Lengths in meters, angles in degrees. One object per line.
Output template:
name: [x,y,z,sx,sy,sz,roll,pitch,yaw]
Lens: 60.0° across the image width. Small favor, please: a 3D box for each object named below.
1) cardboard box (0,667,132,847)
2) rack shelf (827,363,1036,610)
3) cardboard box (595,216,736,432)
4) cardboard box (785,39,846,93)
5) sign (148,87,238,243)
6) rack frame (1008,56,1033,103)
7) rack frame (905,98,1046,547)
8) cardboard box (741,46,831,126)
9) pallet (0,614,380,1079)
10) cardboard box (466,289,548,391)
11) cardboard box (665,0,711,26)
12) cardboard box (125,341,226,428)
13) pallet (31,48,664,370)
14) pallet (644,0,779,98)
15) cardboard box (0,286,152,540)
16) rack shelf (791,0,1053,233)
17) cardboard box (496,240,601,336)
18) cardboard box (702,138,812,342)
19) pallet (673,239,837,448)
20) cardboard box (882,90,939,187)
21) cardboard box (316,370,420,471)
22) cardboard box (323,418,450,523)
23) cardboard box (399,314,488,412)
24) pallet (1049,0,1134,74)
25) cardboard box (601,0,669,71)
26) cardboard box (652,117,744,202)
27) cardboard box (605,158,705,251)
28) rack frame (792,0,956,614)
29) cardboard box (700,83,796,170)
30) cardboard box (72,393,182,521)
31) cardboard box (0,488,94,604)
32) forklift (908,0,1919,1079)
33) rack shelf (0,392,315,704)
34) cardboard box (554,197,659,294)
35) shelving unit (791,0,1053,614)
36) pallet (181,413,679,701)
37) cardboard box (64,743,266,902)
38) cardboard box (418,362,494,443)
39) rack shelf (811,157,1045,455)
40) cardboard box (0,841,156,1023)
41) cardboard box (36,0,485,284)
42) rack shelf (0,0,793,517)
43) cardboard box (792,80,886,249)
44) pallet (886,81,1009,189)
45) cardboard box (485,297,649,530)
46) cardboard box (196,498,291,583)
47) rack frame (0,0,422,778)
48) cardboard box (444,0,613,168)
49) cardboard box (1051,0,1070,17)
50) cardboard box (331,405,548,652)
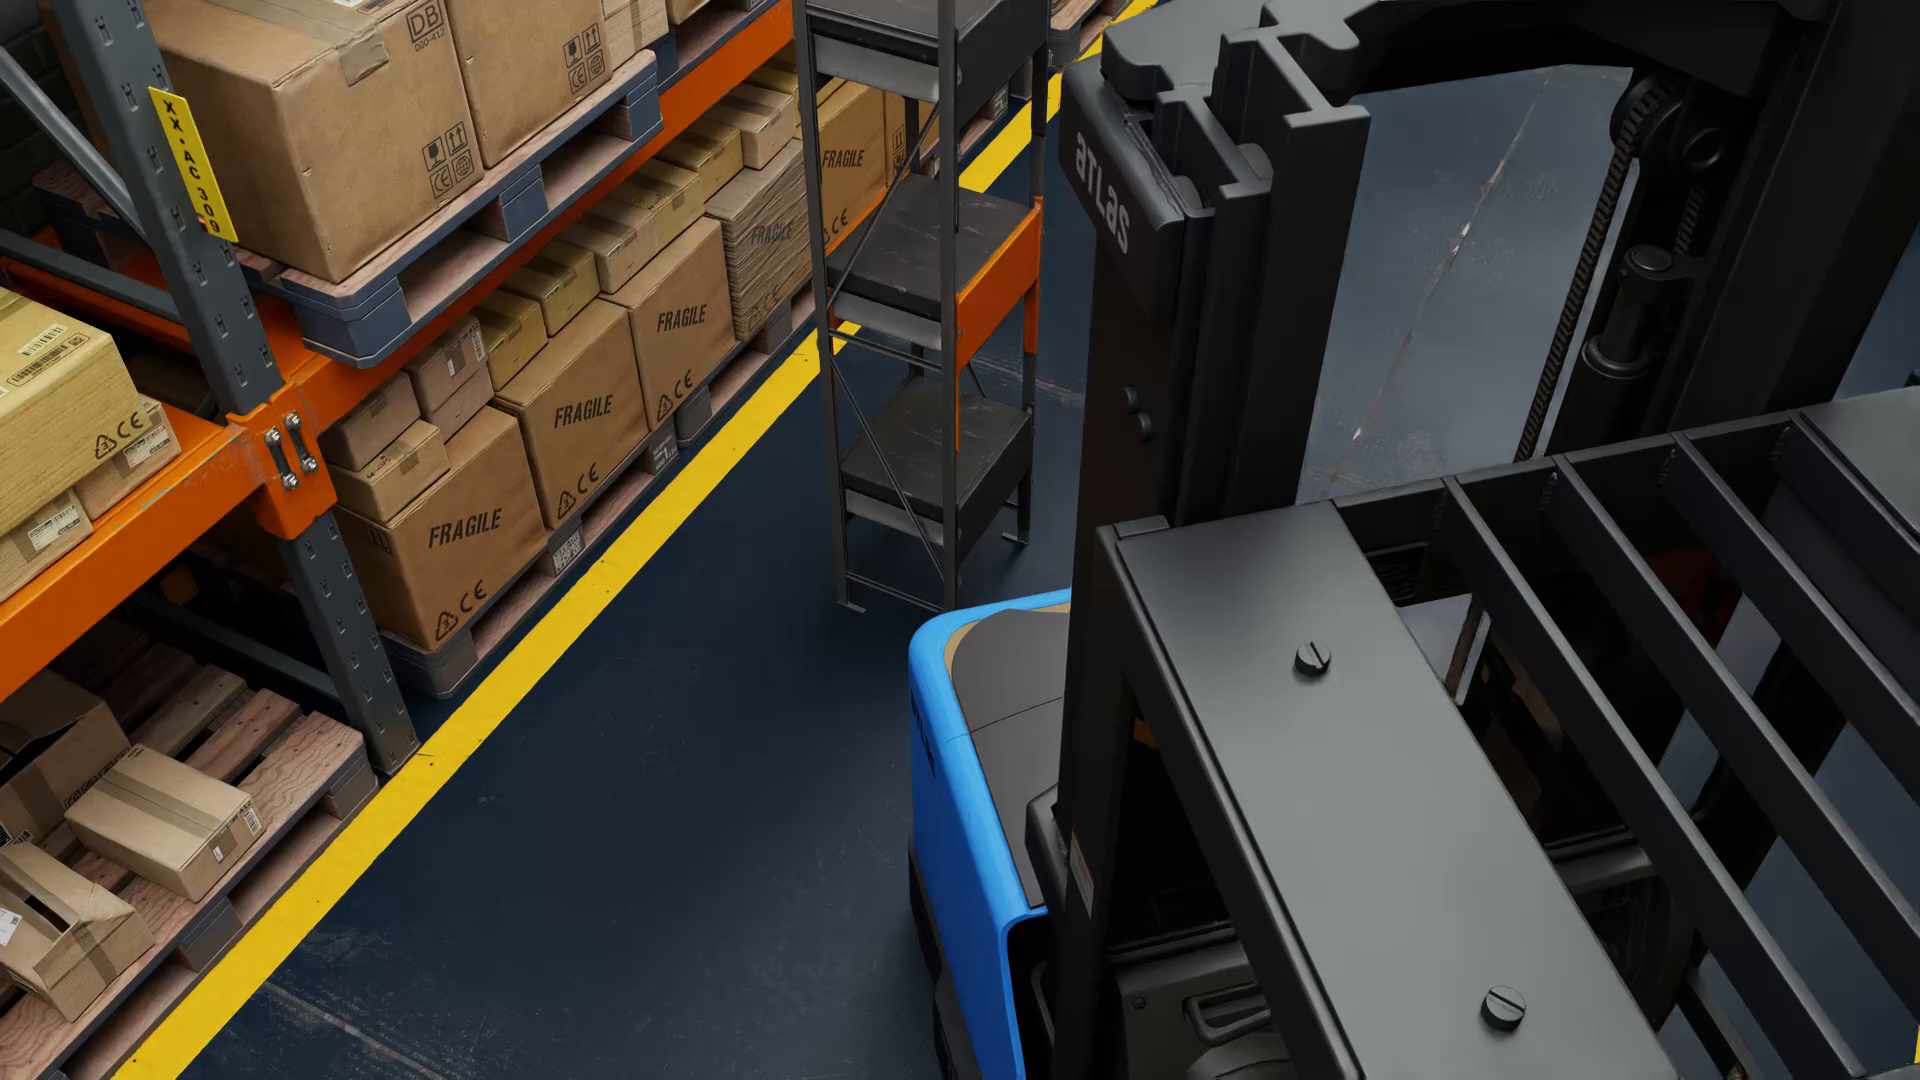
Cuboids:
cardboard box: [-2.500,0.536,4.207,0.500,0.311,0.500,22,49,20]
rack shelf: [-0.077,-0.132,4.908,0.431,0.518,0.480,20,49,19]
cardboard box: [-1.086,-0.751,5.345,0.500,0.500,0.500,19,48,18]
cardboard box: [-0.556,-1.737,5.864,0.380,0.149,0.250,22,49,20]
sign: [-1.500,-0.730,3.254,0.100,0.325,0.005,20,49,19]
rack frame: [-0.127,-3.120,6.224,1.000,3.000,0.127,20,49,19]
rack frame: [0.036,-0.788,4.552,0.400,2.100,0.015,20,49,19]
cardboard box: [-0.671,-1.580,5.709,0.380,0.149,0.250,20,49,18]
pallet: [-2.304,0.813,4.299,1.003,0.211,1.213,20,49,19]
cardboard box: [-1.413,-0.600,4.741,0.380,0.149,0.250,18,48,17]
cardboard box: [-0.957,-1.834,4.588,0.700,0.500,0.500,20,49,19]
cardboard box: [-2.069,-0.424,4.566,0.380,0.149,0.250,19,48,18]
pallet: [-1.516,-1.000,4.264,1.003,0.211,1.213,20,49,19]
pallet: [-1.026,-1.826,5.080,1.003,0.211,1.213,20,49,19]
cardboard box: [-2.004,-0.250,3.285,0.500,0.250,0.500,22,49,20]
rack shelf: [-0.077,-1.116,3.912,0.431,0.518,0.480,20,49,19]
cardboard box: [-1.298,-0.778,4.916,0.380,0.149,0.250,20,49,18]
cardboard box: [-0.840,-1.076,5.666,0.500,0.500,0.500,19,48,18]
pallet: [-1.075,-0.916,6.007,1.003,0.211,1.213,20,49,19]
cardboard box: [-0.375,-1.740,6.322,0.500,0.500,0.500,20,49,18]
cardboard box: [-1.636,-0.360,4.293,0.380,0.149,0.250,20,49,18]
cardboard box: [-1.582,-0.235,4.379,0.380,0.149,0.250,23,50,21]
cardboard box: [-1.504,-0.519,4.451,0.380,0.149,0.250,18,48,17]
pallet: [0.289,-2.645,7.716,1.003,0.211,1.213,20,49,19]
cardboard box: [-0.999,-1.449,4.372,0.396,0.266,0.258,23,50,21]
cardboard box: [-0.932,-1.258,5.390,0.380,0.149,0.250,21,49,19]
cardboard box: [-1.031,-1.078,5.213,0.380,0.149,0.250,22,49,20]
rack frame: [-0.190,-0.480,4.248,0.400,2.100,0.015,20,49,19]
cardboard box: [-0.773,-1.396,5.527,0.380,0.149,0.250,18,48,17]
cardboard box: [-1.908,-0.227,3.542,0.380,0.149,0.250,21,49,20]
cardboard box: [-2.010,-0.056,3.373,0.380,0.149,0.250,22,49,20]
forklift: [0.746,0.819,2.380,1.130,2.935,3.031,-11,46,-10]
rack shelf: [-2.913,0.913,2.745,1.077,0.370,4.000,20,49,19]
cardboard box: [-1.149,-0.923,5.059,0.380,0.149,0.250,20,49,19]
shelving unit: [-0.077,-0.634,4.400,0.431,2.100,0.503,20,49,19]
pallet: [-1.640,-0.145,5.245,1.003,0.211,1.213,20,49,19]
cardboard box: [-1.983,0.703,4.156,0.380,0.149,0.250,19,48,18]
cardboard box: [-1.522,-0.435,4.577,0.380,0.149,0.250,19,48,18]
rack shelf: [-0.077,-0.624,4.410,0.431,0.518,0.480,20,49,19]
cardboard box: [-2.148,0.886,3.892,0.396,0.266,0.258,22,49,20]
cardboard box: [-1.561,-1.014,3.777,0.700,0.500,0.500,22,49,20]
rack shelf: [-1.056,-1.607,5.235,1.077,0.370,4.000,20,49,19]
cardboard box: [-0.615,-1.409,5.996,0.500,0.500,0.500,22,49,21]
pallet: [-0.507,-1.682,6.764,1.003,0.211,1.213,20,49,19]
cardboard box: [-1.322,-0.438,5.036,0.500,0.500,0.500,20,49,19]
cardboard box: [-2.018,-0.276,4.876,0.500,0.500,0.500,20,49,19]
rack frame: [-1.984,-0.600,3.734,1.000,3.000,0.127,20,49,19]
cardboard box: [-1.321,-1.340,4.100,0.700,0.500,0.500,21,49,19]
cardboard box: [0.174,-2.821,7.304,0.875,0.625,0.625,22,49,20]
cardboard box: [-1.560,-0.099,4.701,0.500,0.500,0.500,22,49,21]
